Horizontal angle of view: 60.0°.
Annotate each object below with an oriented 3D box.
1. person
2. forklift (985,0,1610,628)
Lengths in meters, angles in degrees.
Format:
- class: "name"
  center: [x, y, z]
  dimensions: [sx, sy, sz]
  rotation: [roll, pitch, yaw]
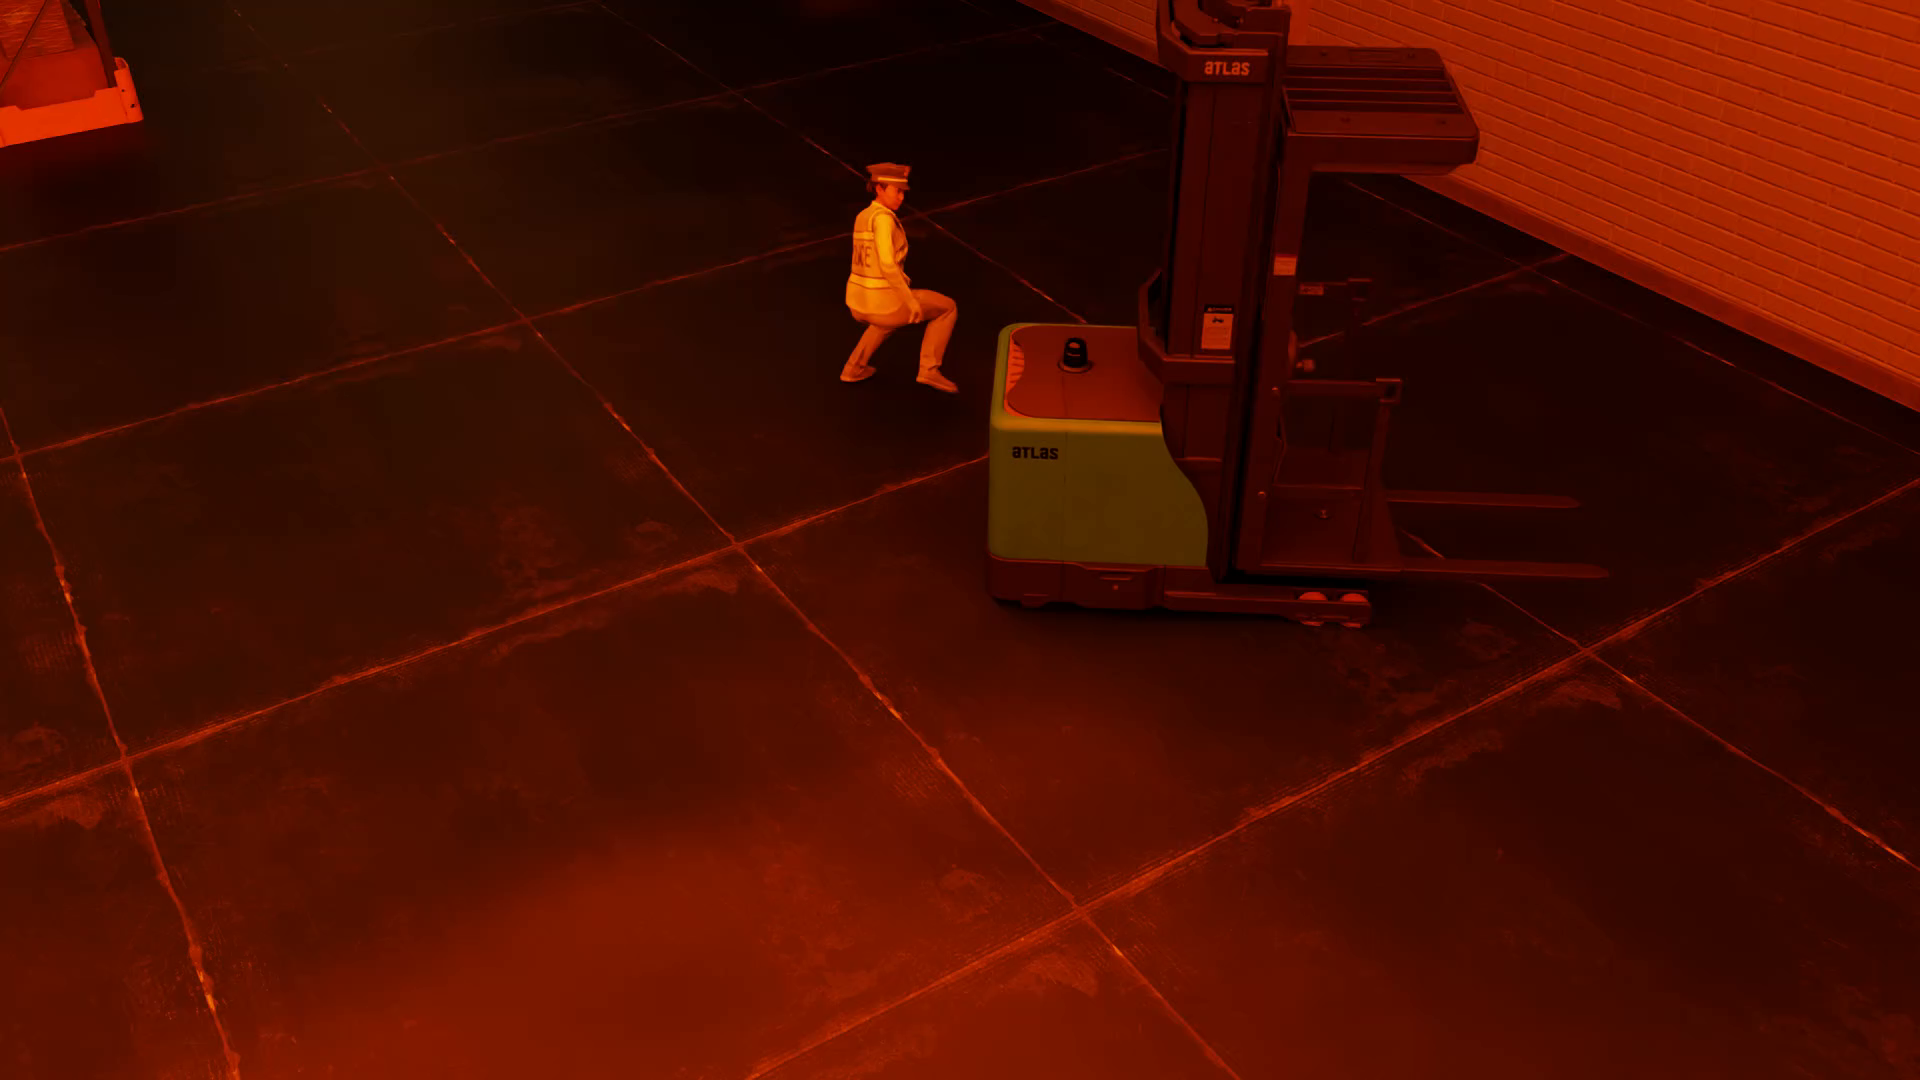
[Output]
- class: "person"
  center: [-0.378, -1.450, 9.554]
  dimensions: [0.624, 1.456, 0.744]
  rotation: [-24, 42, -30]
- class: "forklift"
  center: [1.664, -1.092, 7.701]
  dimensions: [3.031, 2.935, 1.130]
  rotation: [2, 35, 3]
